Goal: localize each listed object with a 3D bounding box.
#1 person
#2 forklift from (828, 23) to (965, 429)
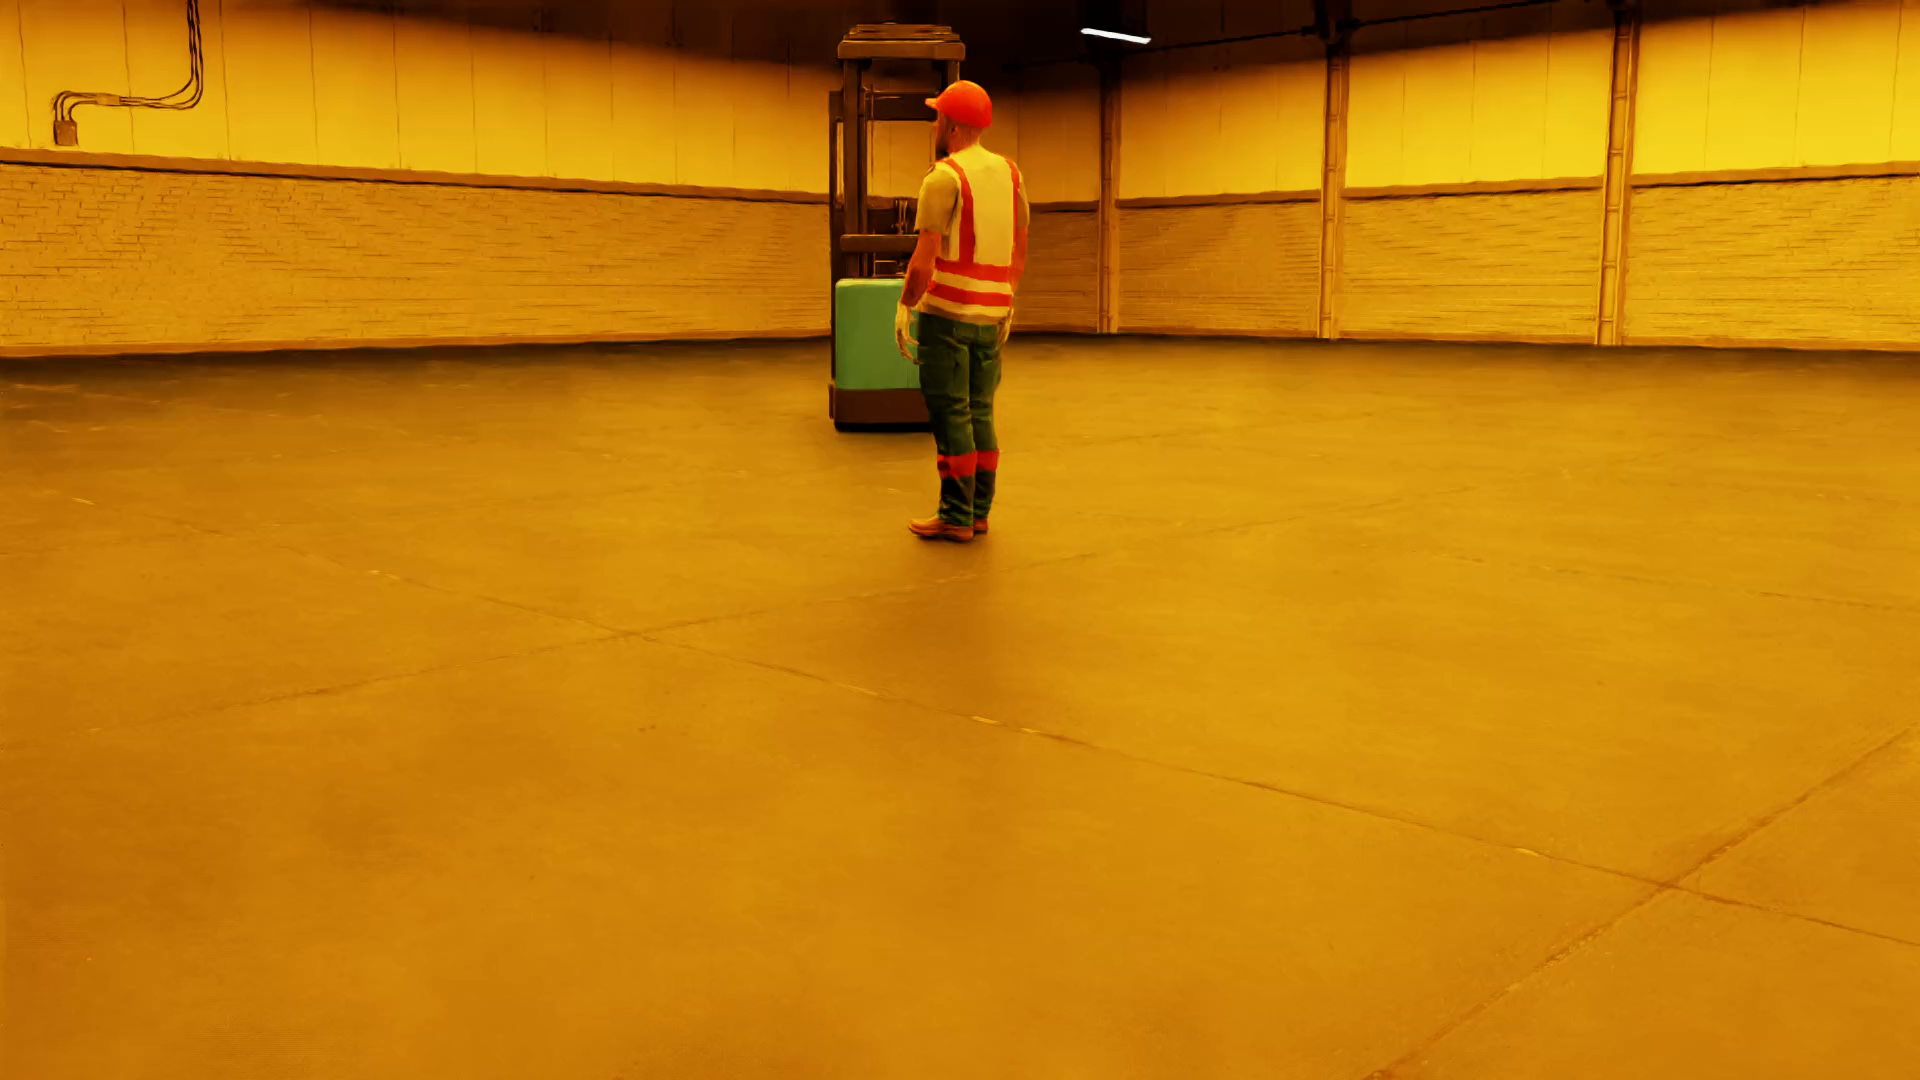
[{"bbox_3d":[-0.050,-0.901,6.646,0.563,1.787,0.637,8,12,43],"label":"person"},{"bbox_3d":[-0.480,-2.439,13.073,1.130,2.935,3.031,-1,9,-4],"label":"forklift"}]
